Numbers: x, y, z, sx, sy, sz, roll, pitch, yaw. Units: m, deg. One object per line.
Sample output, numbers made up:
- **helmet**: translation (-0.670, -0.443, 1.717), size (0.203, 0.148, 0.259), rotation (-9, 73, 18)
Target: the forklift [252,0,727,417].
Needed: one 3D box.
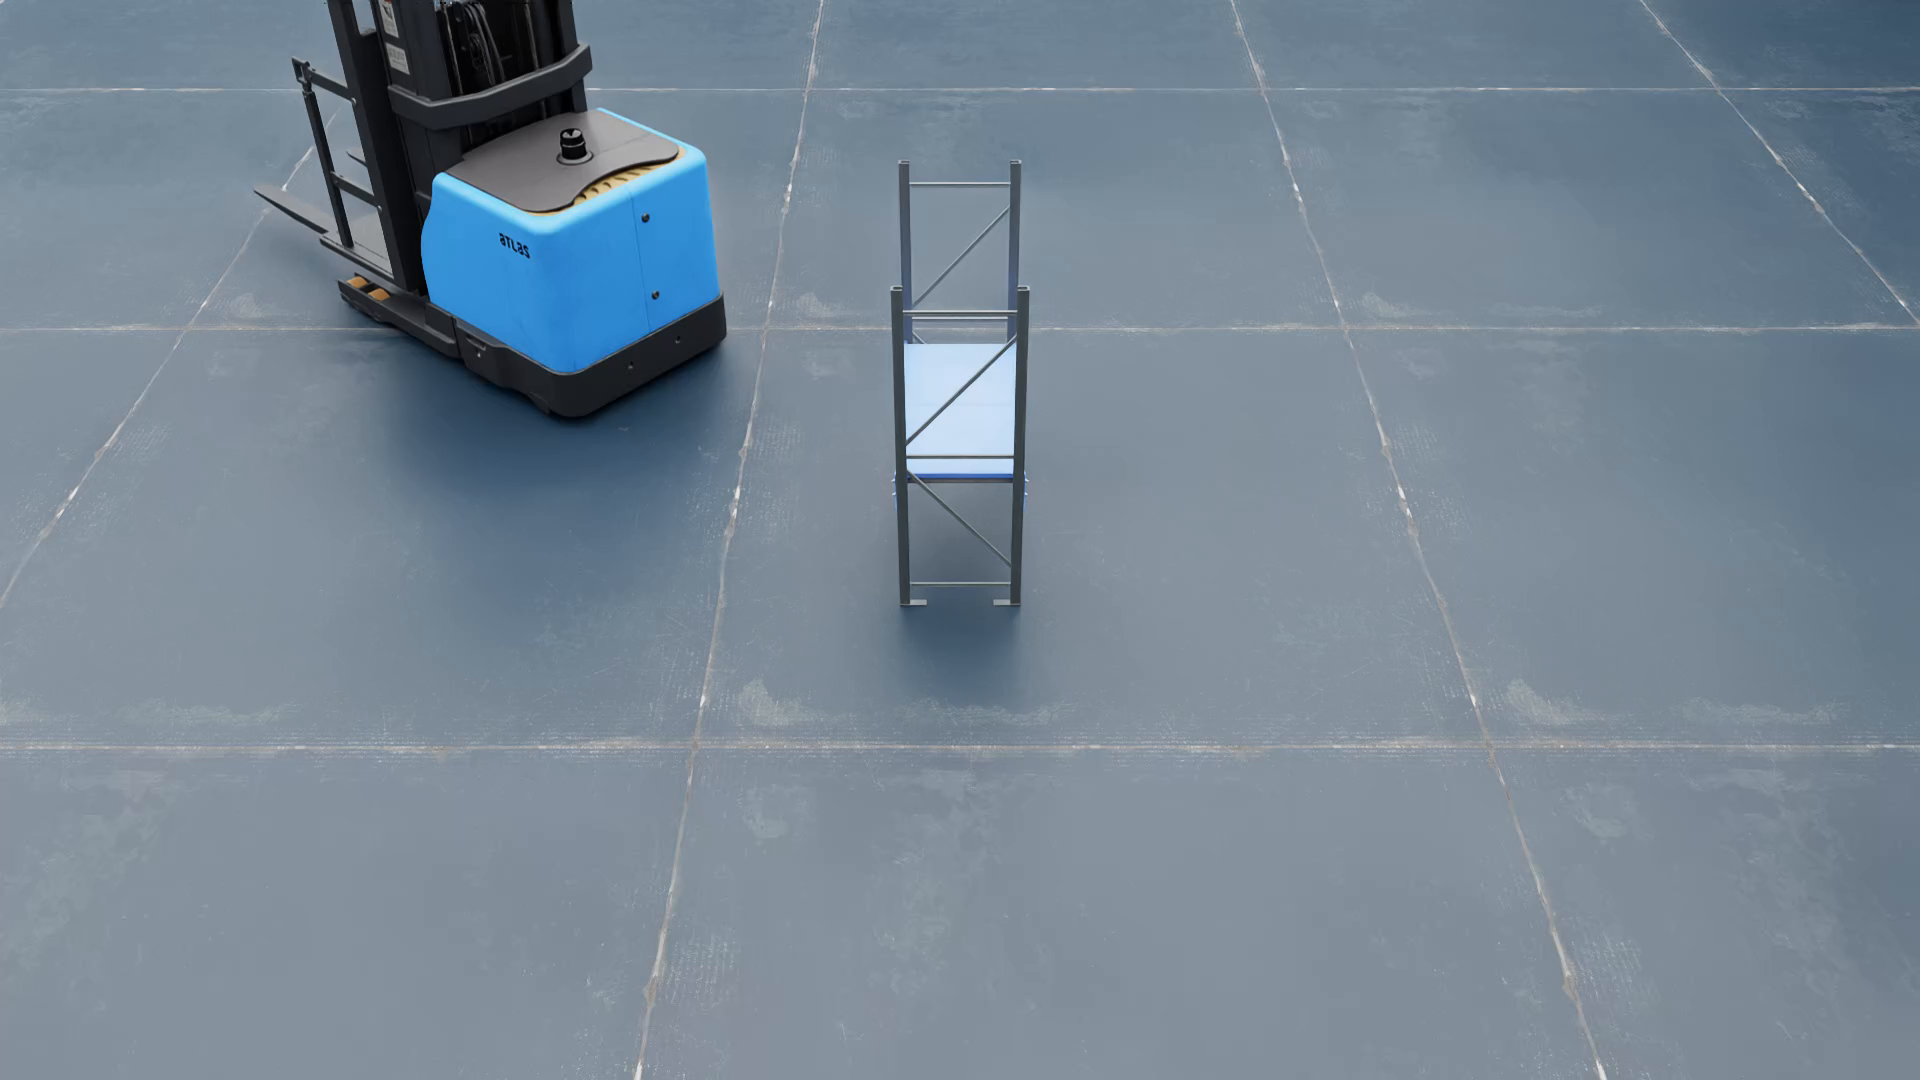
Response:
- **forklift**: translation (-2.629, -2.506, 8.033), size (3.031, 2.935, 1.130), rotation (28, 47, 31)

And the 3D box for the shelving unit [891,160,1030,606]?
- **shelving unit**: translation (0.000, -0.639, 6.848), size (0.538, 1.500, 1.048), rotation (0, 39, 0)

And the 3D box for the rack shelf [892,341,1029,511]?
- **rack shelf**: translation (0.000, -0.498, 6.960), size (0.538, 0.185, 1.000), rotation (0, 39, 0)

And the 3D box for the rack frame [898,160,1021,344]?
- **rack frame**: translation (-0.001, -0.956, 7.244), size (0.500, 1.500, 0.032), rotation (0, 39, 0)

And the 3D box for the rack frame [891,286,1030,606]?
- **rack frame**: translation (0.000, -0.321, 6.451), size (0.500, 1.500, 0.032), rotation (0, 39, 0)
